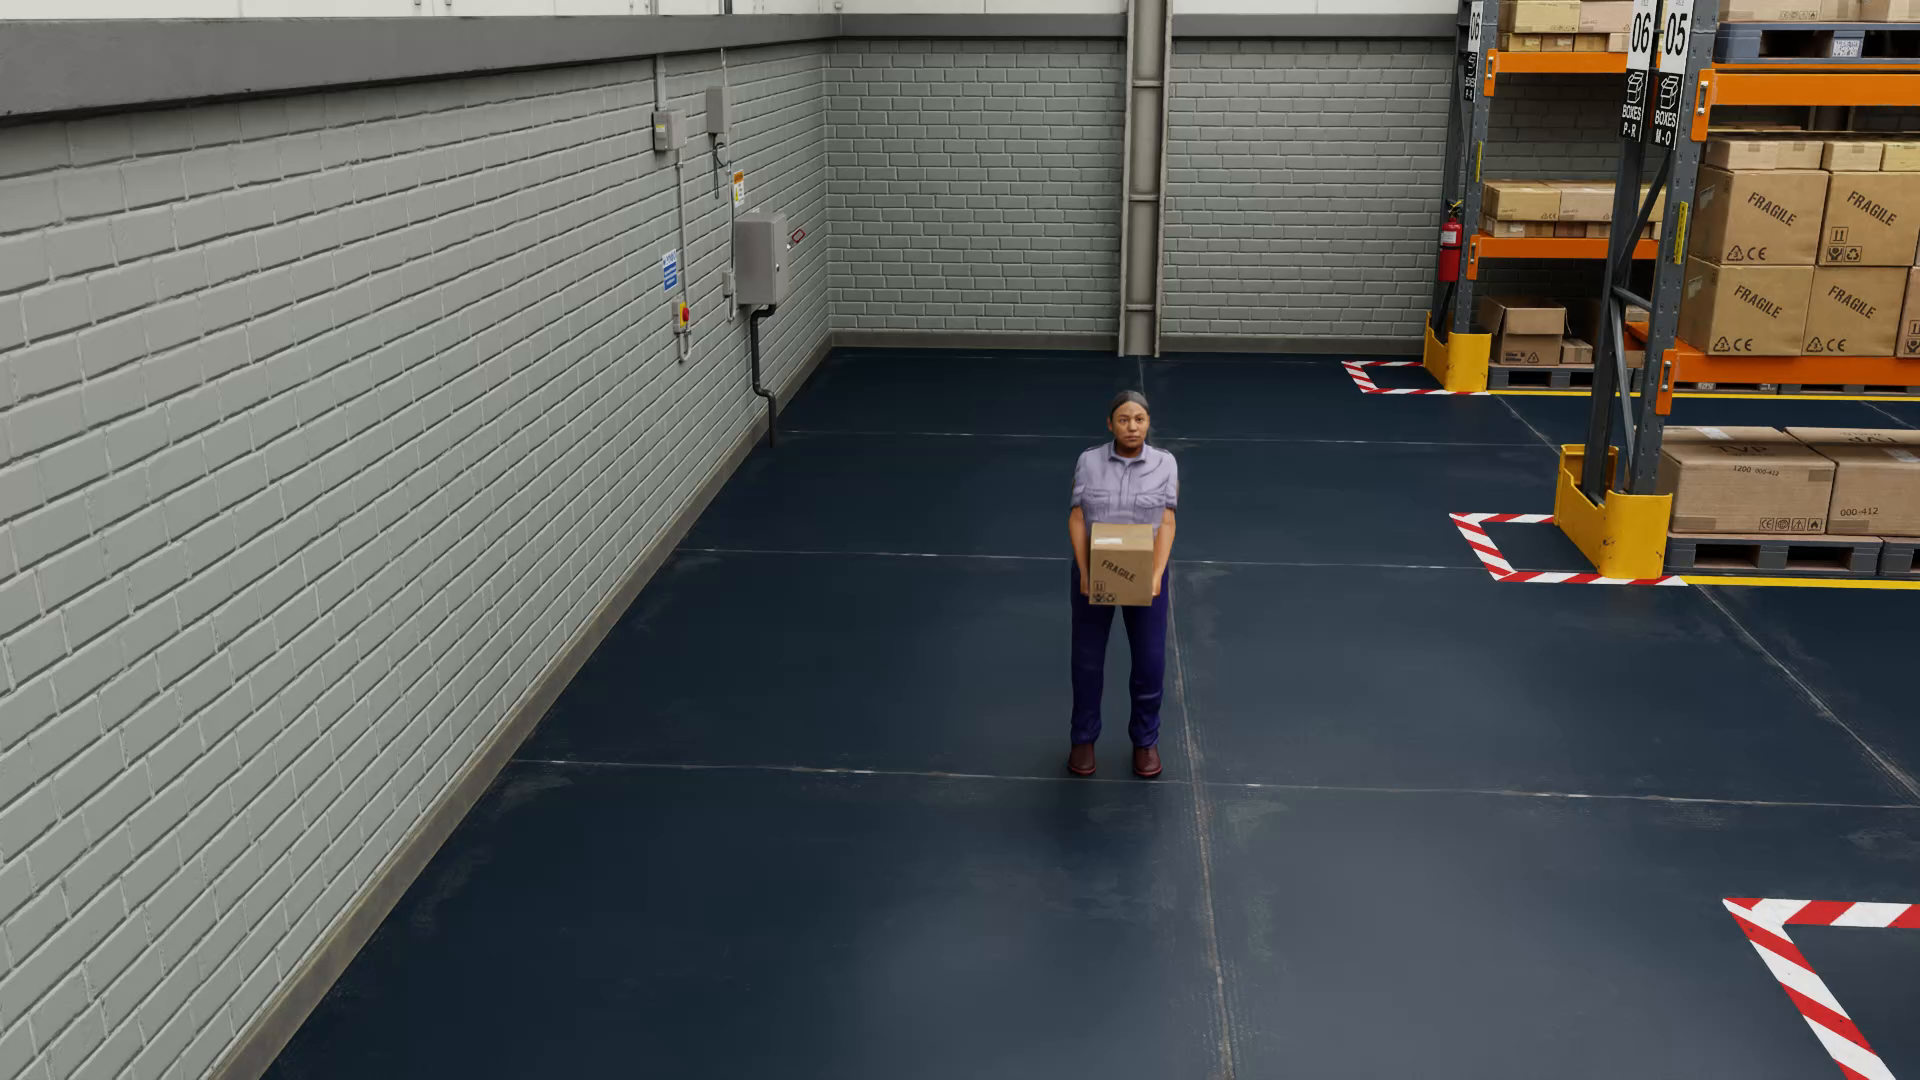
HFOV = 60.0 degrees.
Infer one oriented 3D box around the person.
[{"bbox_3d":[0.671,0.253,6.945,0.452,1.551,0.488,2,18,5],"label":"person"}]
